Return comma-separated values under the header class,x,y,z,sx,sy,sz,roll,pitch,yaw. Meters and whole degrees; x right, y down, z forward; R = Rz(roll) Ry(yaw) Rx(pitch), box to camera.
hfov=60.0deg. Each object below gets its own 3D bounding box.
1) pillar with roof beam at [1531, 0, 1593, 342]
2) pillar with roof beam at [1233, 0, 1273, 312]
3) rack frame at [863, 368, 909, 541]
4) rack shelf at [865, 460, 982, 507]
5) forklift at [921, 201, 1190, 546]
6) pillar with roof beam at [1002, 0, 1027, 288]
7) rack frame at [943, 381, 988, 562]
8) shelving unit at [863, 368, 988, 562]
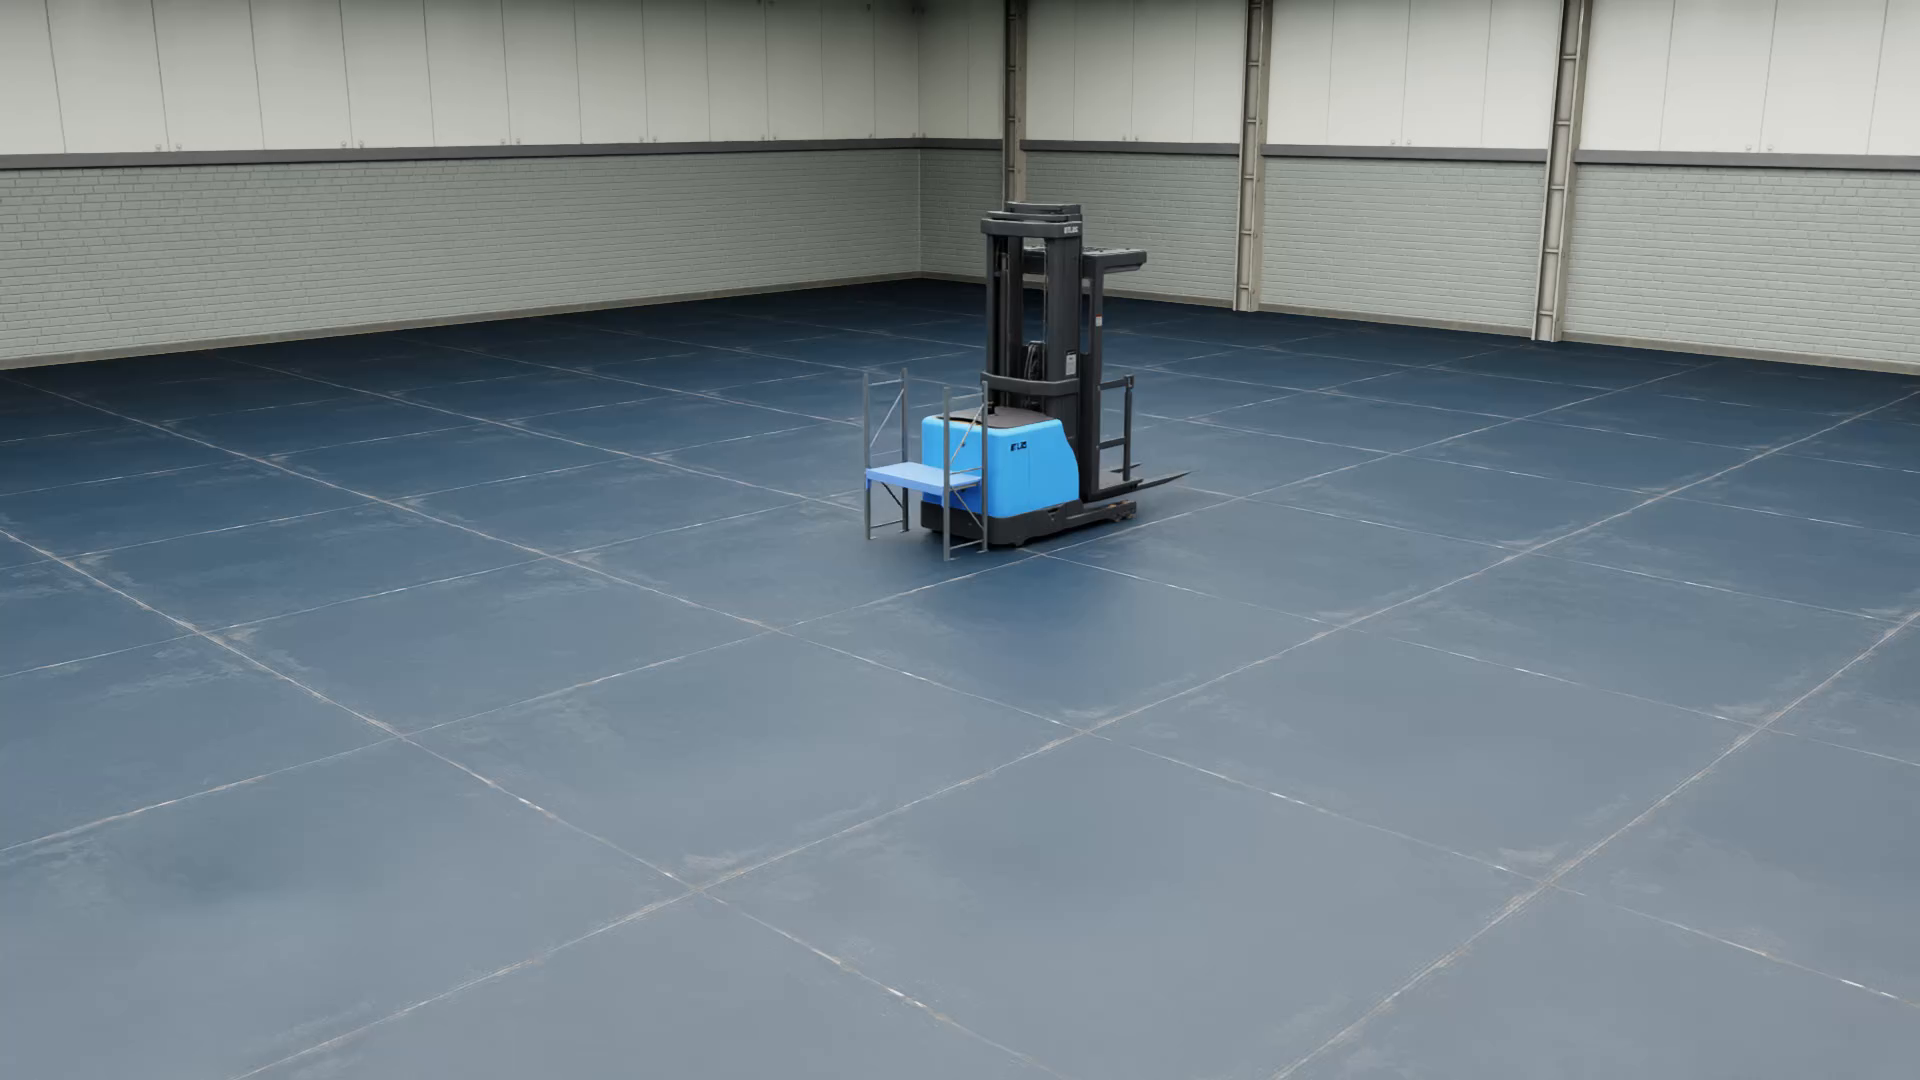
class,x,y,z,sx,sy,sz,roll,pitch,yaw
pillar with roof beam,6.795,-6.910,23.605,0.400,9.000,9.100,14,20,42
pillar with roof beam,2.476,-7.960,27.635,0.400,9.000,9.100,14,20,42
rack frame,-0.662,-0.768,14.905,0.500,1.500,0.032,-14,20,-43
rack shelf,-0.307,-0.502,14.598,0.538,0.185,1.000,-14,20,-43
forklift,1.023,-1.665,15.508,1.130,2.935,3.031,13,20,42
pillar with roof beam,-1.843,-9.010,31.665,0.400,9.000,9.100,14,20,42
rack frame,0.048,-0.585,14.201,0.500,1.500,0.032,-14,20,-43
shelving unit,-0.307,-0.676,14.553,0.538,1.500,1.048,-14,20,-43
